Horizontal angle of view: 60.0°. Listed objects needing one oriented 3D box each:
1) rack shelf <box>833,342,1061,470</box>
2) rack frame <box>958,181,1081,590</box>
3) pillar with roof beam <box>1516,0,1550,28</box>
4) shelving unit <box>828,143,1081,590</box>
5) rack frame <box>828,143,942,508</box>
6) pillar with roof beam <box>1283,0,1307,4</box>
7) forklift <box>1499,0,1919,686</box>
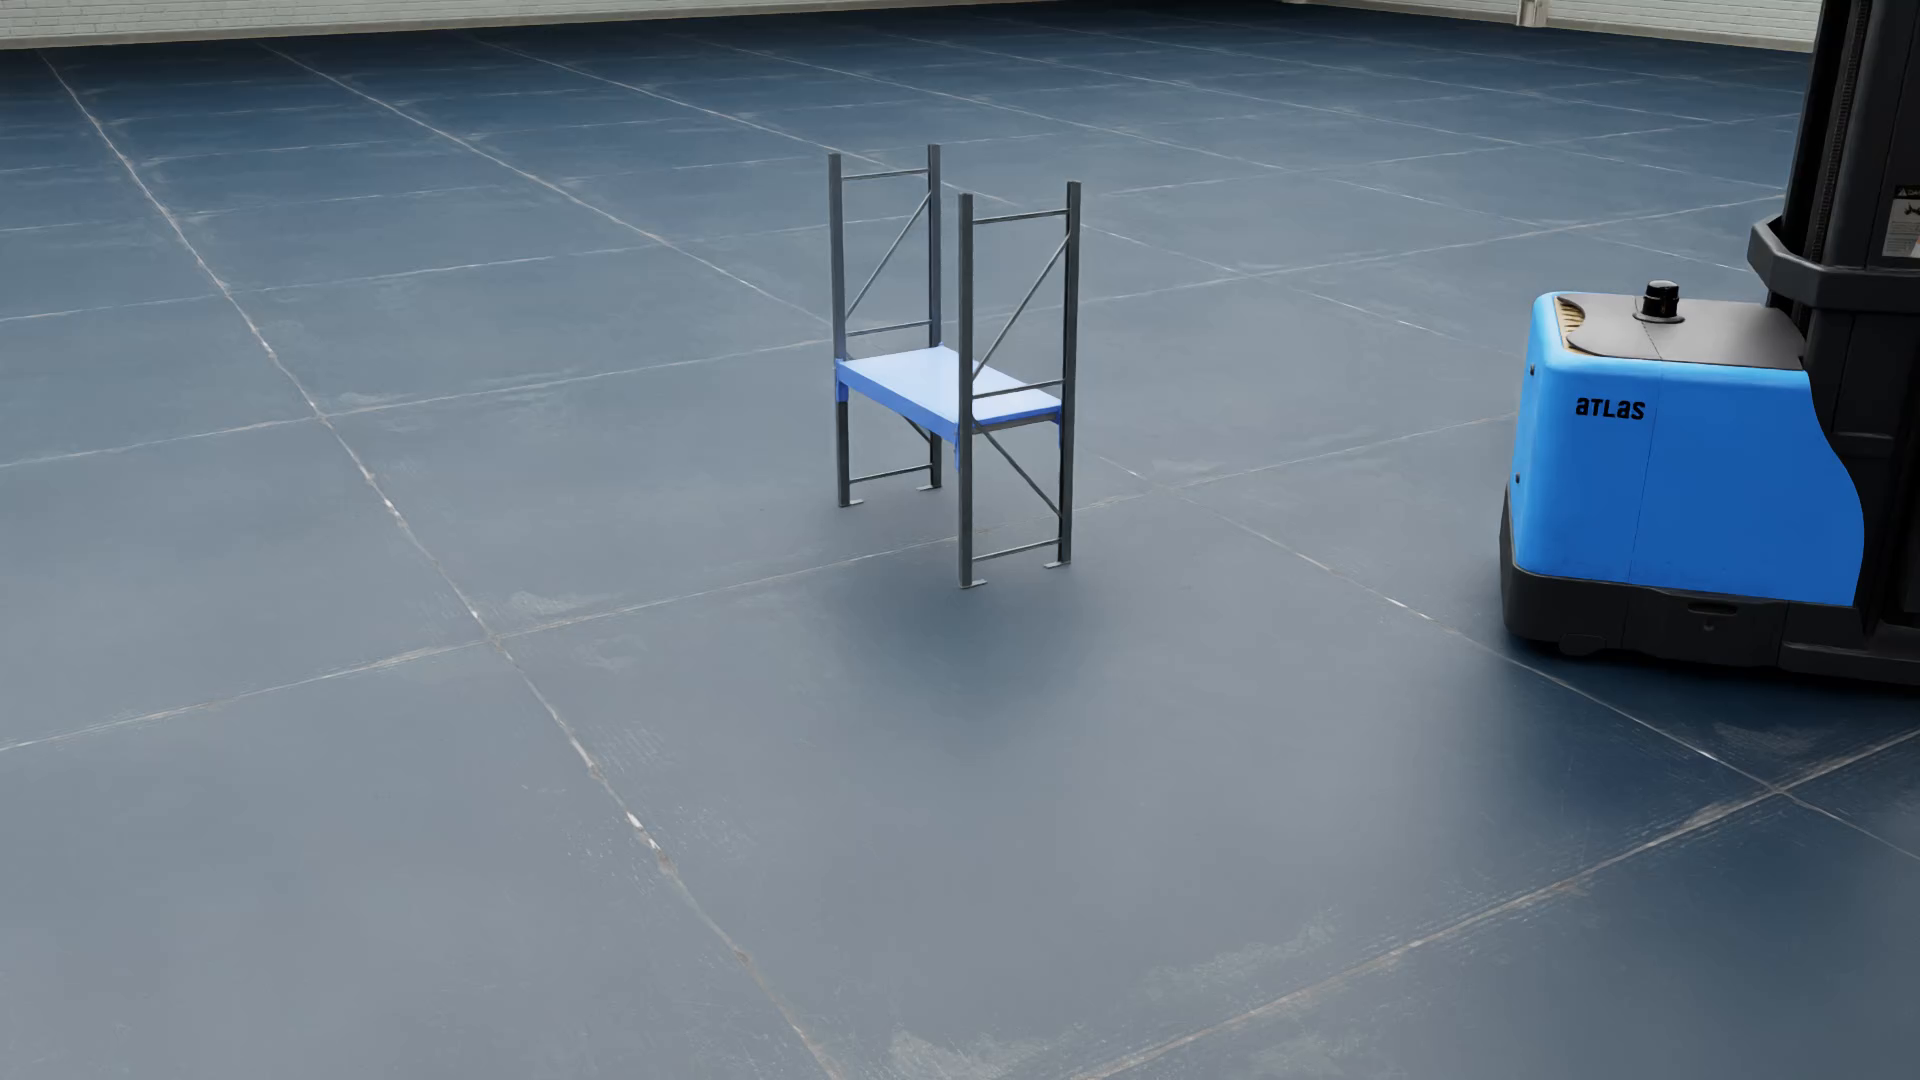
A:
[{"bbox_3d":[-0.044,-0.556,6.665,0.538,0.185,1.000,-13,25,-28],"label":"rack shelf"},{"bbox_3d":[0.216,-0.558,6.192,0.500,1.500,0.032,-13,25,-28],"label":"rack frame"},{"bbox_3d":[6.047,-12.109,24.651,9.100,9.000,0.400,-13,25,-28],"label":"pillar with roof beam"},{"bbox_3d":[-0.044,-0.722,6.597,0.538,1.500,1.048,-13,25,-28],"label":"shelving unit"},{"bbox_3d":[-0.303,-0.887,7.002,0.500,1.500,0.032,-13,25,-28],"label":"rack frame"},{"bbox_3d":[2.982,-14.051,29.430,9.100,9.000,0.400,-13,25,-28],"label":"pillar with roof beam"},{"bbox_3d":[3.497,-0.991,5.356,3.031,2.935,1.130,6,23,14],"label":"forklift"}]
